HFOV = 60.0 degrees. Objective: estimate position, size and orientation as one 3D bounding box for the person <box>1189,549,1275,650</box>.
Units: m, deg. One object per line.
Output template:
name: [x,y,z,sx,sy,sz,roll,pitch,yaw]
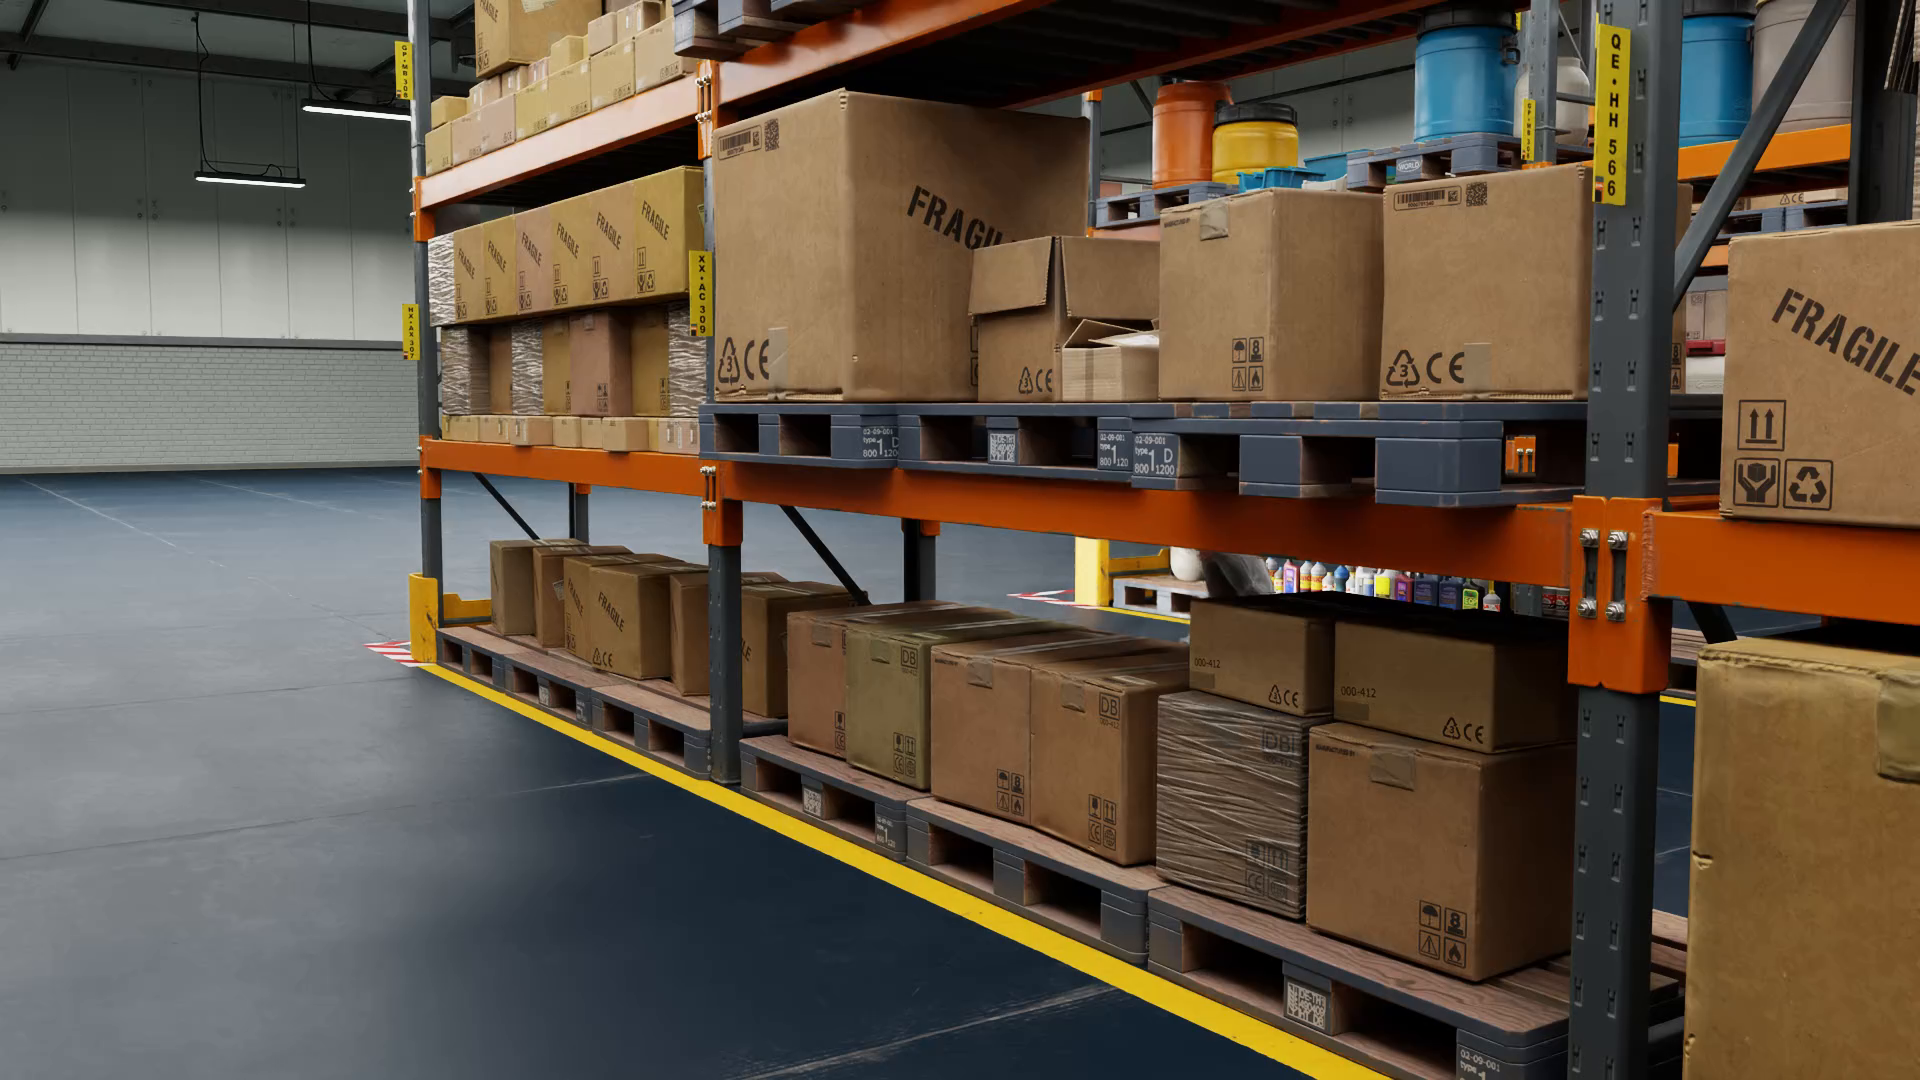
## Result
person: [1.355,-0.076,8.385,0.459,1.768,0.551,1,5,7]
